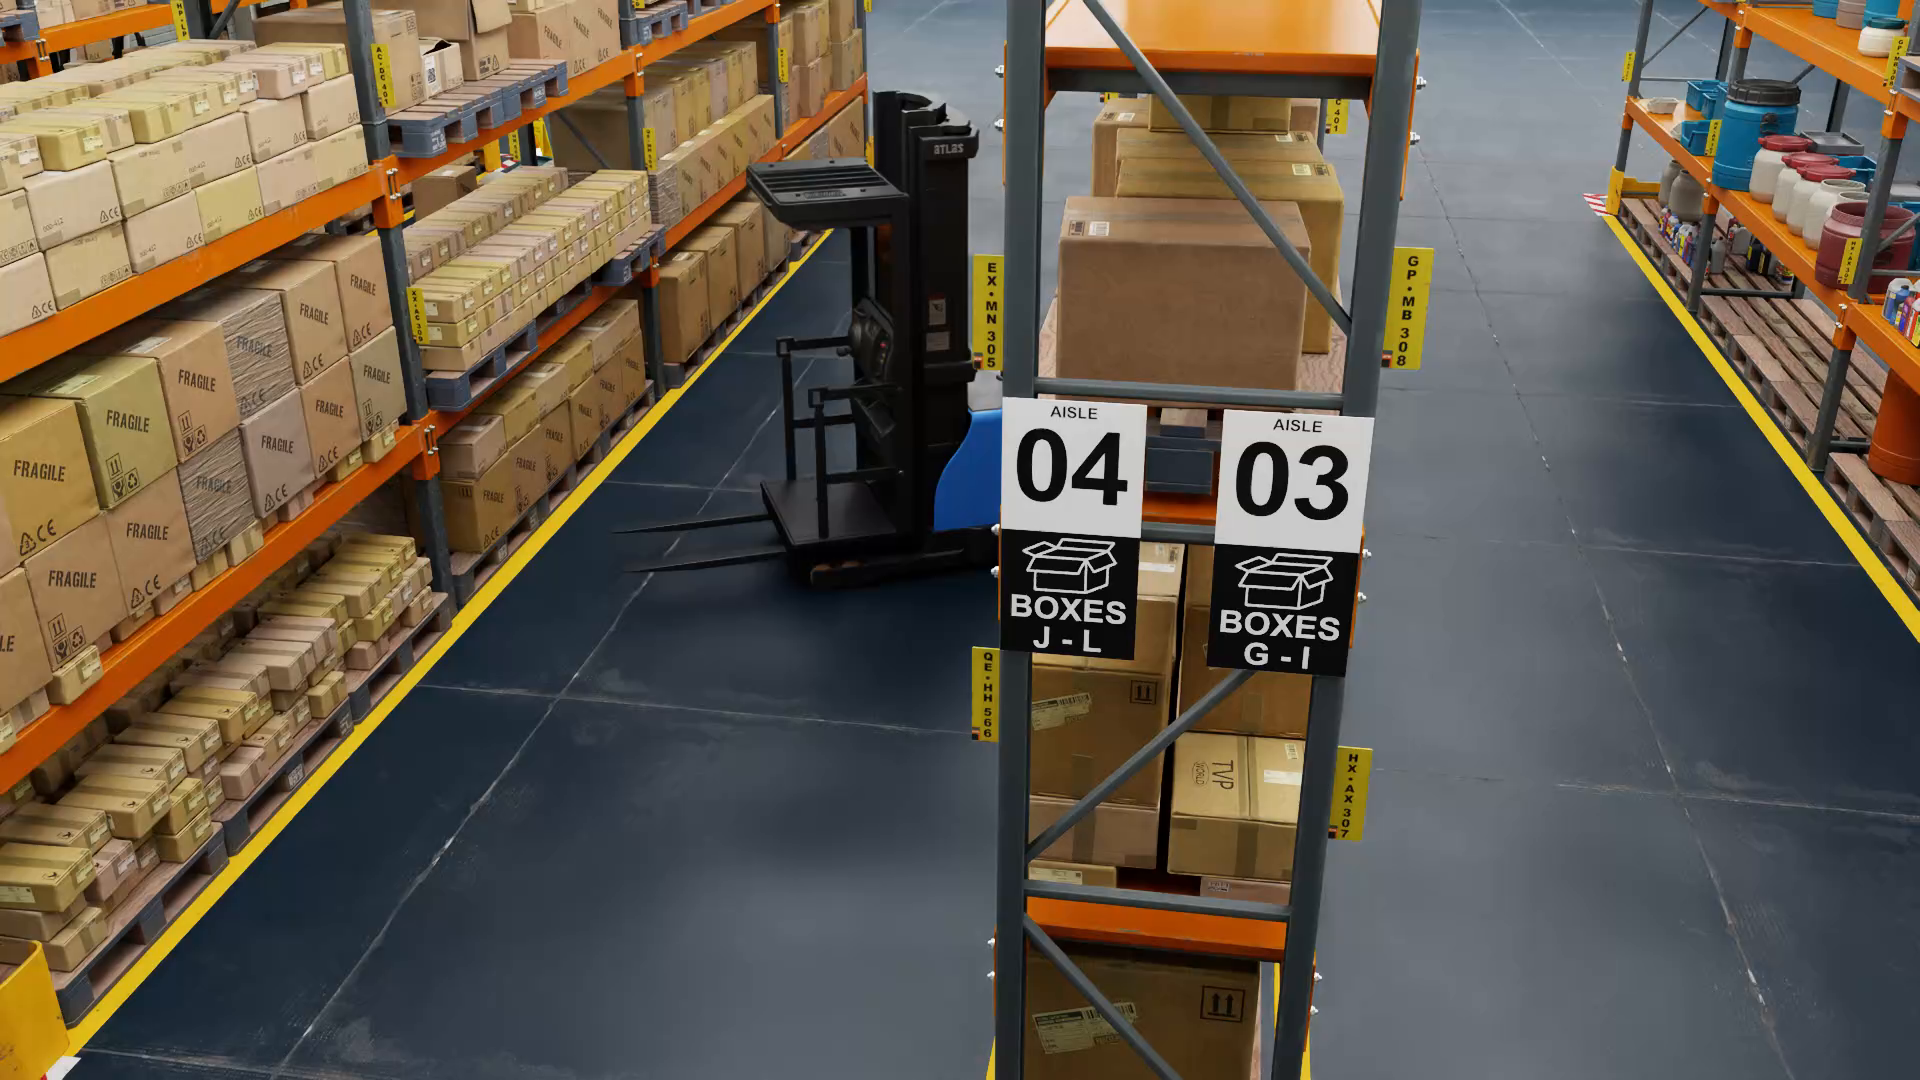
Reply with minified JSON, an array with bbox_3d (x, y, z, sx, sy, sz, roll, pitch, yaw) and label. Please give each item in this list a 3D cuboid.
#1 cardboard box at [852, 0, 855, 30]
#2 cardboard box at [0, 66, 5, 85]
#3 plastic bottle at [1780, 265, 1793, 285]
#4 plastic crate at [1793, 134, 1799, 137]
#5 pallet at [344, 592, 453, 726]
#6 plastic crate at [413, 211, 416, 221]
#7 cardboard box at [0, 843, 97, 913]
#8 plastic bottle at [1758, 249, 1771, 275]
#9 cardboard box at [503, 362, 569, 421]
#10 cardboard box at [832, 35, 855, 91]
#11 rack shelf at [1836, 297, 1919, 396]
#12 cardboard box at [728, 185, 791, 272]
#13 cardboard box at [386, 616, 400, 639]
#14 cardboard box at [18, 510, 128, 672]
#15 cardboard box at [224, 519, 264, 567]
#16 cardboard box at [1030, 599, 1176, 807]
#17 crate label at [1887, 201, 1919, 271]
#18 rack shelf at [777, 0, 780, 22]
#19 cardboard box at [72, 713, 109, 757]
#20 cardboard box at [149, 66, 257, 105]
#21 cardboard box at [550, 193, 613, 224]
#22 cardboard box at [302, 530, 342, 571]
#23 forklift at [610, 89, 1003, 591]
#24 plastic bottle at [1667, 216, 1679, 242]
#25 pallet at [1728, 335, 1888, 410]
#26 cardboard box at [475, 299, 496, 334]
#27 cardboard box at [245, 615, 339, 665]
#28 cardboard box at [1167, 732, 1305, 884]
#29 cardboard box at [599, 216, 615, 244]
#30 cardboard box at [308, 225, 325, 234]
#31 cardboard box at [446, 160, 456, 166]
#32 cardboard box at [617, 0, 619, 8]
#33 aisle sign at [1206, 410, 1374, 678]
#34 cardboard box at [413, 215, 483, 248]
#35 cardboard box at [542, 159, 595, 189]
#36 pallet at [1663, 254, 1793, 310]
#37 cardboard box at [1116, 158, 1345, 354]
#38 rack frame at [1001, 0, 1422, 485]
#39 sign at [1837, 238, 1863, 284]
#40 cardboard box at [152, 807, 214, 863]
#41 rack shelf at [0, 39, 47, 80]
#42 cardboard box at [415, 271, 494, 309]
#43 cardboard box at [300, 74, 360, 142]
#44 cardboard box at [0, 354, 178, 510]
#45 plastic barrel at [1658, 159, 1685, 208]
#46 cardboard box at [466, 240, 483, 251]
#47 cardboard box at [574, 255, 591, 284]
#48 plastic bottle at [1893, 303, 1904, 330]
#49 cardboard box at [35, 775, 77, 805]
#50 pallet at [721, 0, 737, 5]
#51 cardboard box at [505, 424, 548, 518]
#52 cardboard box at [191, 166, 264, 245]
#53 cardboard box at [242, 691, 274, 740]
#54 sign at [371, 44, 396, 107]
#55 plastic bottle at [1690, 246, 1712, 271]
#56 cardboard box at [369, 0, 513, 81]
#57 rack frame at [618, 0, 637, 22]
[{"bbox_3d":[-1.742,-6.335,19.794,0.875,0.550,0.550,4,25,9],"label":"cardboard box"},{"bbox_3d":[-11.614,-5.544,19.437,0.500,0.500,0.500,4,25,8],"label":"cardboard box"},{"bbox_3d":[7.951,-2.594,15.954,0.097,0.271,0.097,0,25,0],"label":"plastic bottle"},{"bbox_3d":[7.678,-3.710,15.711,0.767,0.338,0.504,4,25,9],"label":"plastic crate"},{"bbox_3d":[-3.679,0.635,9.644,1.003,0.211,1.213,4,25,9],"label":"pallet"},{"bbox_3d":[-6.131,-3.835,19.349,0.402,0.080,0.583,-5,25,-10],"label":"plastic crate"},{"bbox_3d":[-3.837,1.398,6.891,0.380,0.149,0.250,3,25,6],"label":"cardboard box"},{"bbox_3d":[7.872,-2.744,16.260,0.061,0.283,0.133,4,25,9],"label":"plastic bottle"},{"bbox_3d":[-3.050,-1.036,11.493,0.500,0.250,0.500,5,26,11],"label":"cardboard box"},{"bbox_3d":[-1.727,-5.608,19.516,0.875,0.550,0.550,4,25,9],"label":"cardboard box"},{"bbox_3d":[6.486,-0.693,10.040,1.077,0.370,4.000,4,25,9],"label":"rack shelf"},{"bbox_3d":[-2.309,-3.163,16.626,1.050,0.750,0.750,4,25,8],"label":"cardboard box"},{"bbox_3d":[-3.457,0.480,9.553,0.380,0.149,0.250,5,25,10],"label":"cardboard box"},{"bbox_3d":[-3.850,0.188,6.842,0.500,0.500,0.500,4,25,9],"label":"cardboard box"},{"bbox_3d":[-3.604,-0.003,8.014,0.380,0.149,0.250,5,25,10],"label":"cardboard box"},{"bbox_3d":[0.439,0.519,5.544,0.500,0.500,0.500,4,25,9],"label":"cardboard box"},{"bbox_3d":[7.242,-2.268,12.515,0.502,0.435,0.616,4,25,9],"label":"crate label"},{"bbox_3d":[-1.970,-6.126,18.110,1.077,0.370,4.000,4,25,9],"label":"rack shelf"},{"bbox_3d":[-4.313,0.916,7.921,0.380,0.149,0.250,5,26,10],"label":"cardboard box"},{"bbox_3d":[-3.576,-2.141,7.864,0.380,0.149,0.250,5,26,10],"label":"cardboard box"},{"bbox_3d":[-2.704,-2.367,11.868,0.380,0.149,0.250,5,26,10],"label":"cardboard box"},{"bbox_3d":[-3.865,0.050,9.770,0.380,0.149,0.250,5,26,11],"label":"cardboard box"},{"bbox_3d":[-0.745,-1.252,10.468,3.031,2.935,1.130,-7,26,-15],"label":"forklift"},{"bbox_3d":[7.444,-3.243,17.339,0.097,0.271,0.097,0,25,0],"label":"plastic bottle"},{"bbox_3d":[7.179,-1.422,14.039,1.003,0.211,1.213,4,25,9],"label":"pallet"},{"bbox_3d":[-3.046,-1.364,10.075,0.380,0.149,0.250,4,25,7],"label":"cardboard box"},{"bbox_3d":[-3.514,0.524,8.758,0.380,0.149,0.250,3,25,6],"label":"cardboard box"},{"bbox_3d":[0.964,0.899,5.618,0.500,0.250,0.500,3,25,7],"label":"cardboard box"},{"bbox_3d":[-2.706,-2.231,11.927,0.380,0.149,0.250,4,25,9],"label":"cardboard box"},{"bbox_3d":[-7.280,-3.338,17.448,0.950,0.372,0.625,4,25,9],"label":"cardboard box"},{"bbox_3d":[-6.502,-4.603,20.293,0.500,0.250,0.500,4,25,9],"label":"cardboard box"},{"bbox_3d":[-2.738,-4.193,12.814,0.380,0.149,0.250,3,25,6],"label":"cardboard box"},{"bbox_3d":[0.903,0.021,4.600,0.394,0.787,0.004,4,25,9],"label":"aisle sign"},{"bbox_3d":[-3.475,-2.096,11.289,0.380,0.149,0.250,4,25,8],"label":"cardboard box"},{"bbox_3d":[-3.142,-2.836,13.653,0.500,0.500,0.500,4,25,9],"label":"cardboard box"},{"bbox_3d":[7.617,-2.543,16.434,1.003,0.211,1.213,4,25,9],"label":"pallet"},{"bbox_3d":[0.862,-0.940,5.450,0.700,0.500,0.500,3,25,7],"label":"cardboard box"},{"bbox_3d":[0.619,-1.569,3.988,1.000,3.000,0.127,4,25,9],"label":"rack frame"},{"bbox_3d":[6.269,-1.964,11.715,0.100,0.325,0.005,4,25,9],"label":"sign"},{"bbox_3d":[-3.711,1.347,7.702,0.380,0.149,0.250,4,25,9],"label":"cardboard box"},{"bbox_3d":[-8.177,-3.081,11.604,1.077,0.370,4.000,4,25,9],"label":"rack shelf"},{"bbox_3d":[-3.046,-1.507,10.030,0.380,0.149,0.250,5,25,10],"label":"cardboard box"},{"bbox_3d":[-3.429,-2.218,8.498,0.500,0.250,0.500,3,25,6],"label":"cardboard box"},{"bbox_3d":[-3.739,-0.468,7.063,0.500,0.500,0.500,3,25,7],"label":"cardboard box"},{"bbox_3d":[8.088,-3.984,18.662,0.421,0.512,0.421,0,25,0],"label":"plastic barrel"},{"bbox_3d":[-3.477,-1.955,11.339,0.380,0.149,0.250,5,26,10],"label":"cardboard box"},{"bbox_3d":[-2.792,-1.886,11.543,0.380,0.149,0.250,5,26,10],"label":"cardboard box"},{"bbox_3d":[6.361,-1.519,11.192,0.097,0.201,0.097,0,25,0],"label":"plastic bottle"},{"bbox_3d":[-4.224,1.165,7.740,0.380,0.149,0.250,4,25,8],"label":"cardboard box"},{"bbox_3d":[-2.398,-5.142,15.385,0.805,0.209,1.217,3,25,6],"label":"pallet"},{"bbox_3d":[-3.137,-0.481,11.193,0.500,0.500,0.500,5,26,11],"label":"cardboard box"},{"bbox_3d":[-3.593,-1.557,7.678,0.500,0.250,0.500,4,25,8],"label":"cardboard box"},{"bbox_3d":[-3.710,0.862,8.388,0.380,0.149,0.250,5,26,11],"label":"cardboard box"},{"bbox_3d":[-3.067,-2.469,8.839,0.100,0.325,0.005,4,25,9],"label":"sign"},{"bbox_3d":[7.287,-2.817,16.335,0.144,0.351,0.185,3,25,7],"label":"plastic bottle"},{"bbox_3d":[-3.222,-3.144,10.272,0.797,0.503,0.637,4,25,8],"label":"cardboard box"},{"bbox_3d":[-2.950,-5.301,11.961,1.000,3.000,0.127,4,25,9],"label":"rack frame"}]
